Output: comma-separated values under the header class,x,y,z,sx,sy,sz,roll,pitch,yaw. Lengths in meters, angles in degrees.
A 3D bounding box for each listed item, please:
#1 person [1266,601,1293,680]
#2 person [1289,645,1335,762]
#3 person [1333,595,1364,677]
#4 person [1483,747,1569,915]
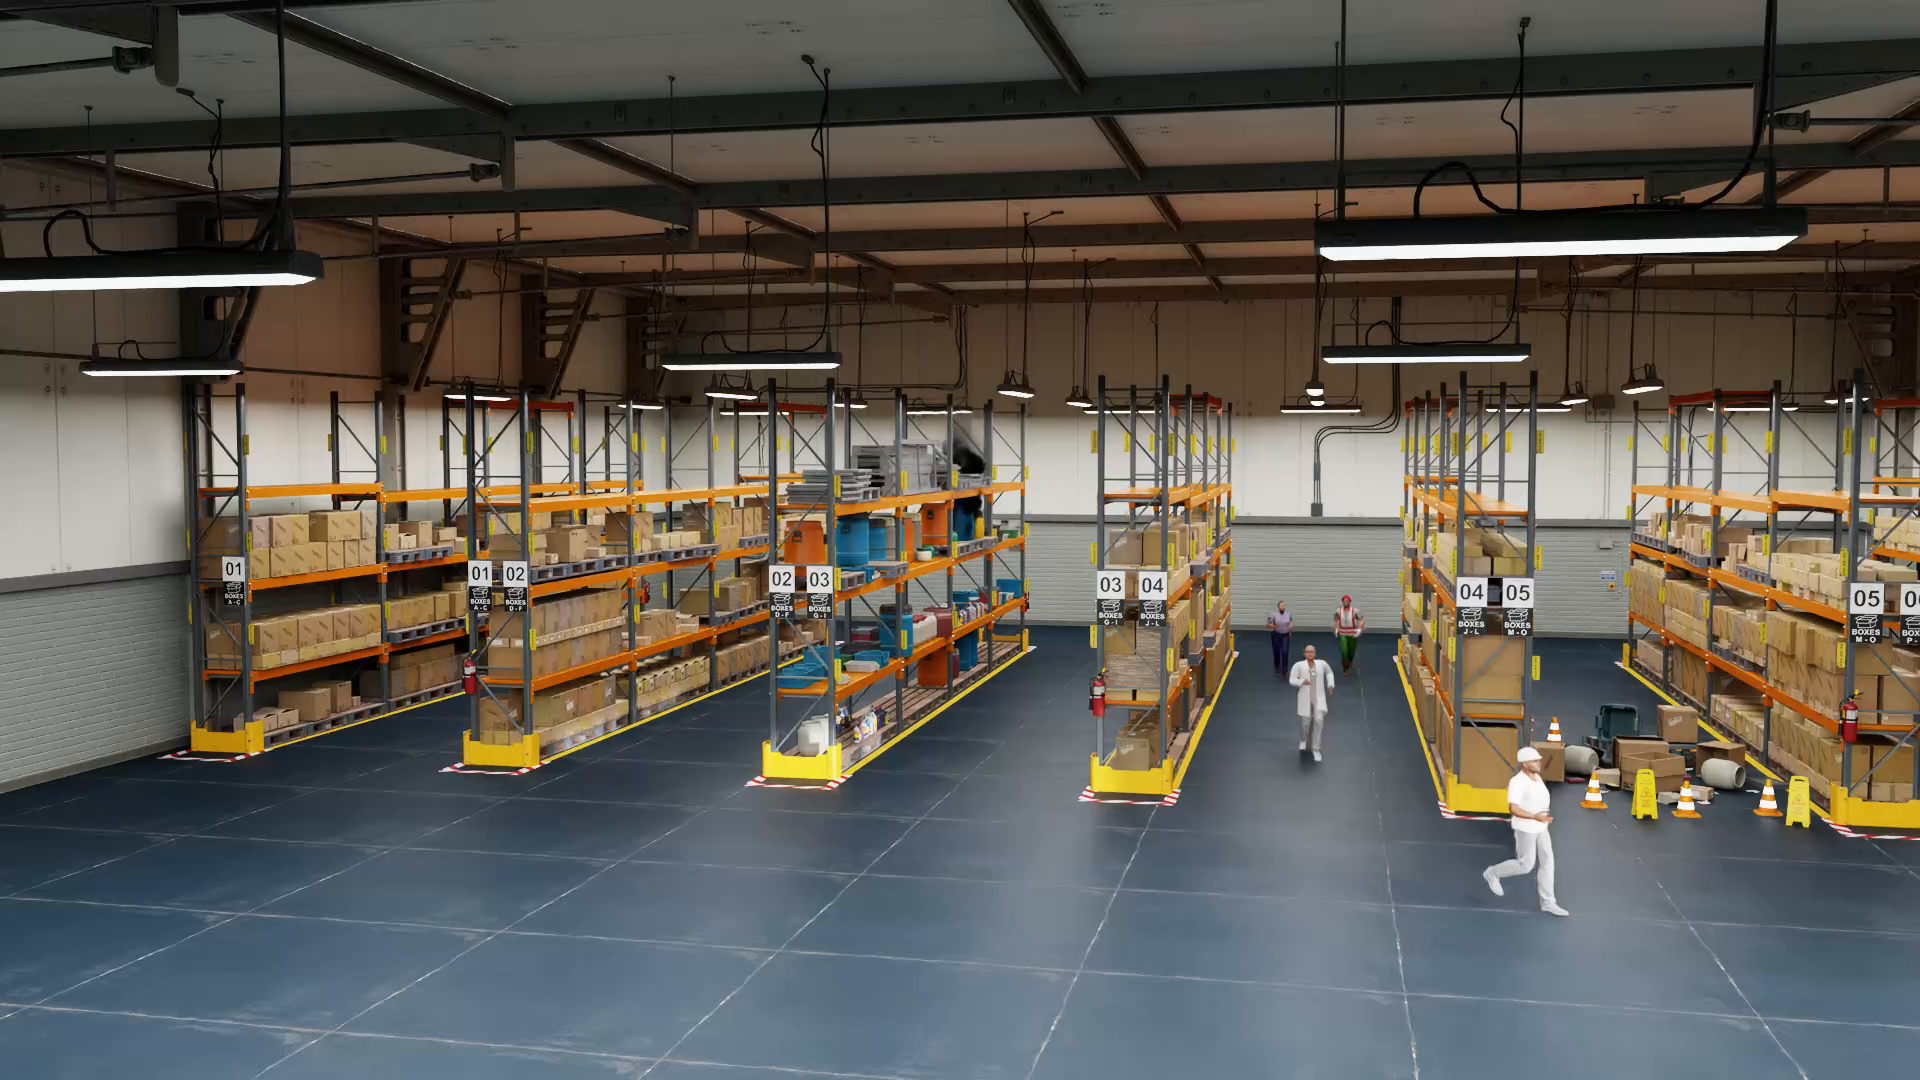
class,x,y,z,sx,sy,sz,roll,pitch,yaw
person,6.872,2.139,35.769,0.587,1.680,0.866,0,3,5
person,5.654,2.600,26.713,0.729,1.807,0.974,0,3,8
person,8.435,2.070,36.100,0.661,1.775,0.688,1,3,20
person,6.101,3.097,17.851,0.706,1.752,0.931,-3,5,-45
